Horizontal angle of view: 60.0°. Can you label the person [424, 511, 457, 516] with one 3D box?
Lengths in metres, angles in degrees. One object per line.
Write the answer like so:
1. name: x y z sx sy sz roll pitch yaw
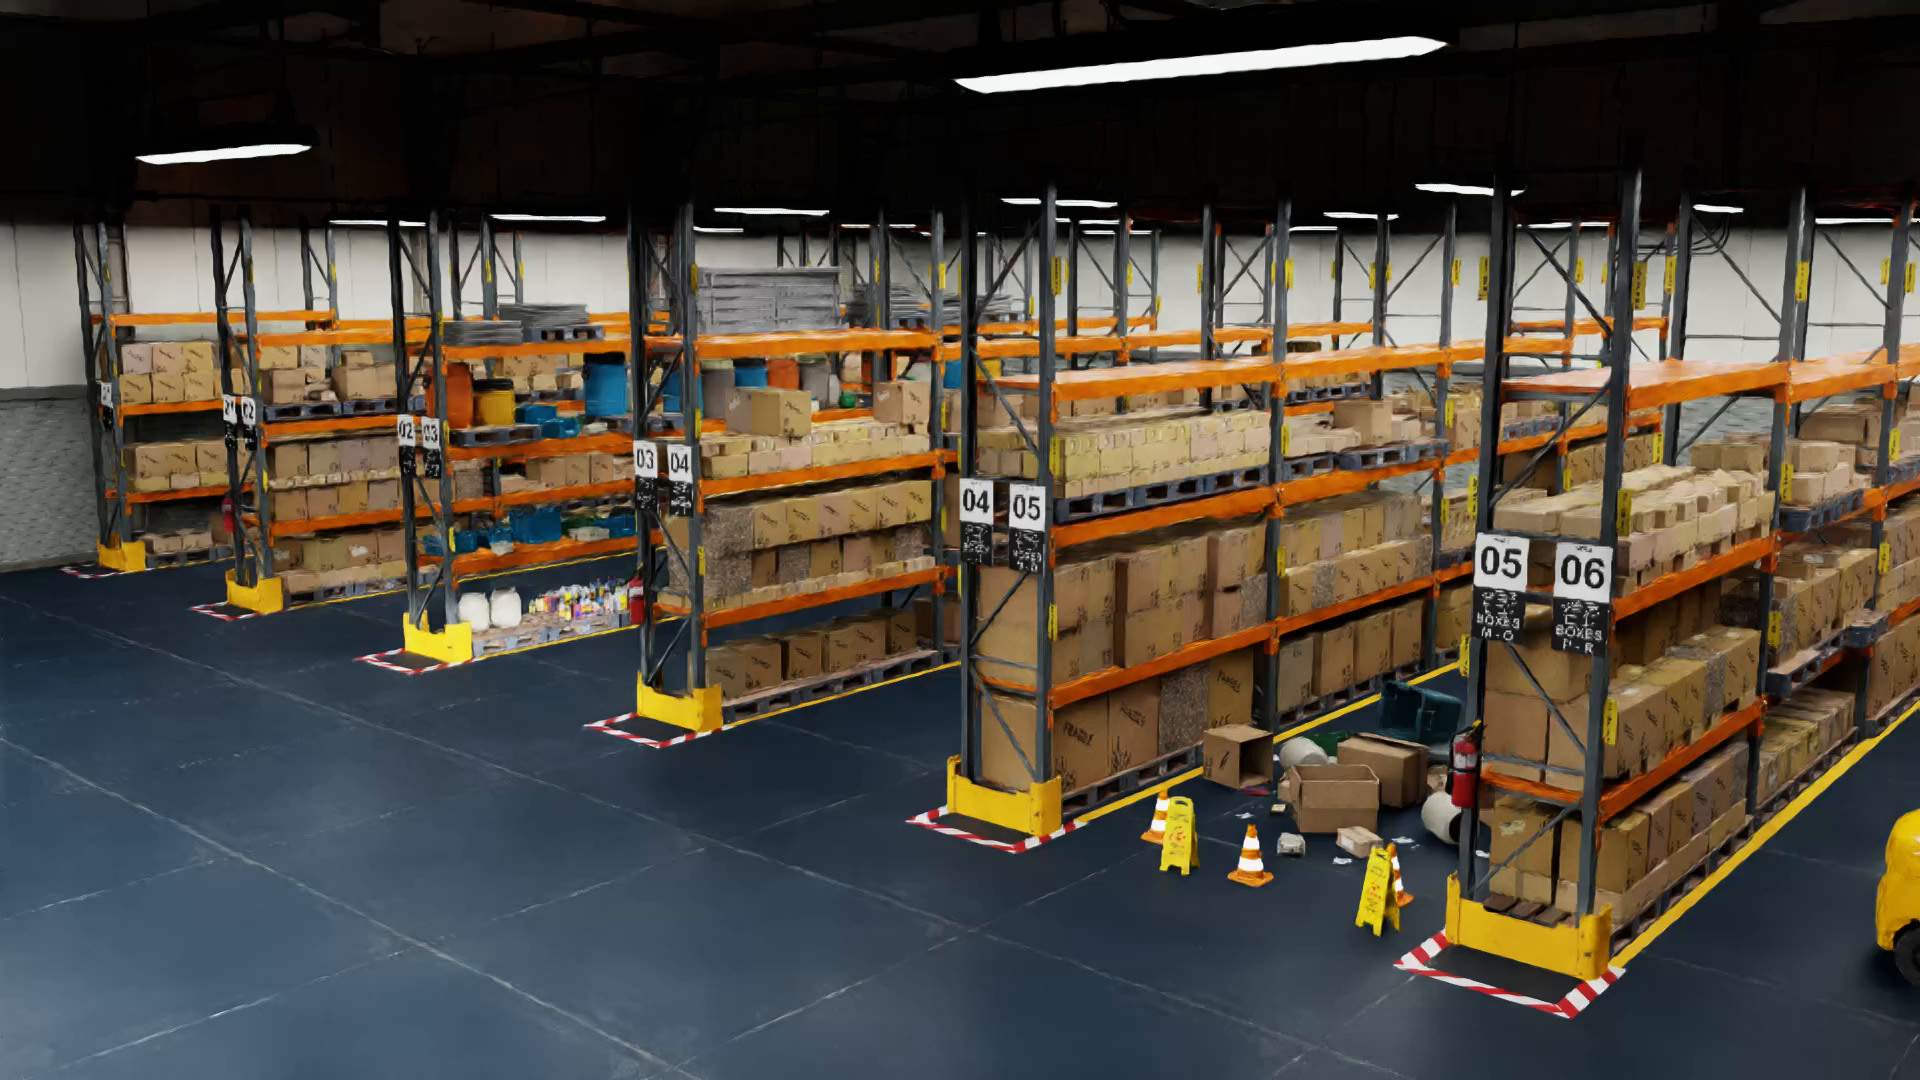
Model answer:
1. person: -9.200 -0.568 29.396 0.588 1.731 0.489 -3 10 -19
